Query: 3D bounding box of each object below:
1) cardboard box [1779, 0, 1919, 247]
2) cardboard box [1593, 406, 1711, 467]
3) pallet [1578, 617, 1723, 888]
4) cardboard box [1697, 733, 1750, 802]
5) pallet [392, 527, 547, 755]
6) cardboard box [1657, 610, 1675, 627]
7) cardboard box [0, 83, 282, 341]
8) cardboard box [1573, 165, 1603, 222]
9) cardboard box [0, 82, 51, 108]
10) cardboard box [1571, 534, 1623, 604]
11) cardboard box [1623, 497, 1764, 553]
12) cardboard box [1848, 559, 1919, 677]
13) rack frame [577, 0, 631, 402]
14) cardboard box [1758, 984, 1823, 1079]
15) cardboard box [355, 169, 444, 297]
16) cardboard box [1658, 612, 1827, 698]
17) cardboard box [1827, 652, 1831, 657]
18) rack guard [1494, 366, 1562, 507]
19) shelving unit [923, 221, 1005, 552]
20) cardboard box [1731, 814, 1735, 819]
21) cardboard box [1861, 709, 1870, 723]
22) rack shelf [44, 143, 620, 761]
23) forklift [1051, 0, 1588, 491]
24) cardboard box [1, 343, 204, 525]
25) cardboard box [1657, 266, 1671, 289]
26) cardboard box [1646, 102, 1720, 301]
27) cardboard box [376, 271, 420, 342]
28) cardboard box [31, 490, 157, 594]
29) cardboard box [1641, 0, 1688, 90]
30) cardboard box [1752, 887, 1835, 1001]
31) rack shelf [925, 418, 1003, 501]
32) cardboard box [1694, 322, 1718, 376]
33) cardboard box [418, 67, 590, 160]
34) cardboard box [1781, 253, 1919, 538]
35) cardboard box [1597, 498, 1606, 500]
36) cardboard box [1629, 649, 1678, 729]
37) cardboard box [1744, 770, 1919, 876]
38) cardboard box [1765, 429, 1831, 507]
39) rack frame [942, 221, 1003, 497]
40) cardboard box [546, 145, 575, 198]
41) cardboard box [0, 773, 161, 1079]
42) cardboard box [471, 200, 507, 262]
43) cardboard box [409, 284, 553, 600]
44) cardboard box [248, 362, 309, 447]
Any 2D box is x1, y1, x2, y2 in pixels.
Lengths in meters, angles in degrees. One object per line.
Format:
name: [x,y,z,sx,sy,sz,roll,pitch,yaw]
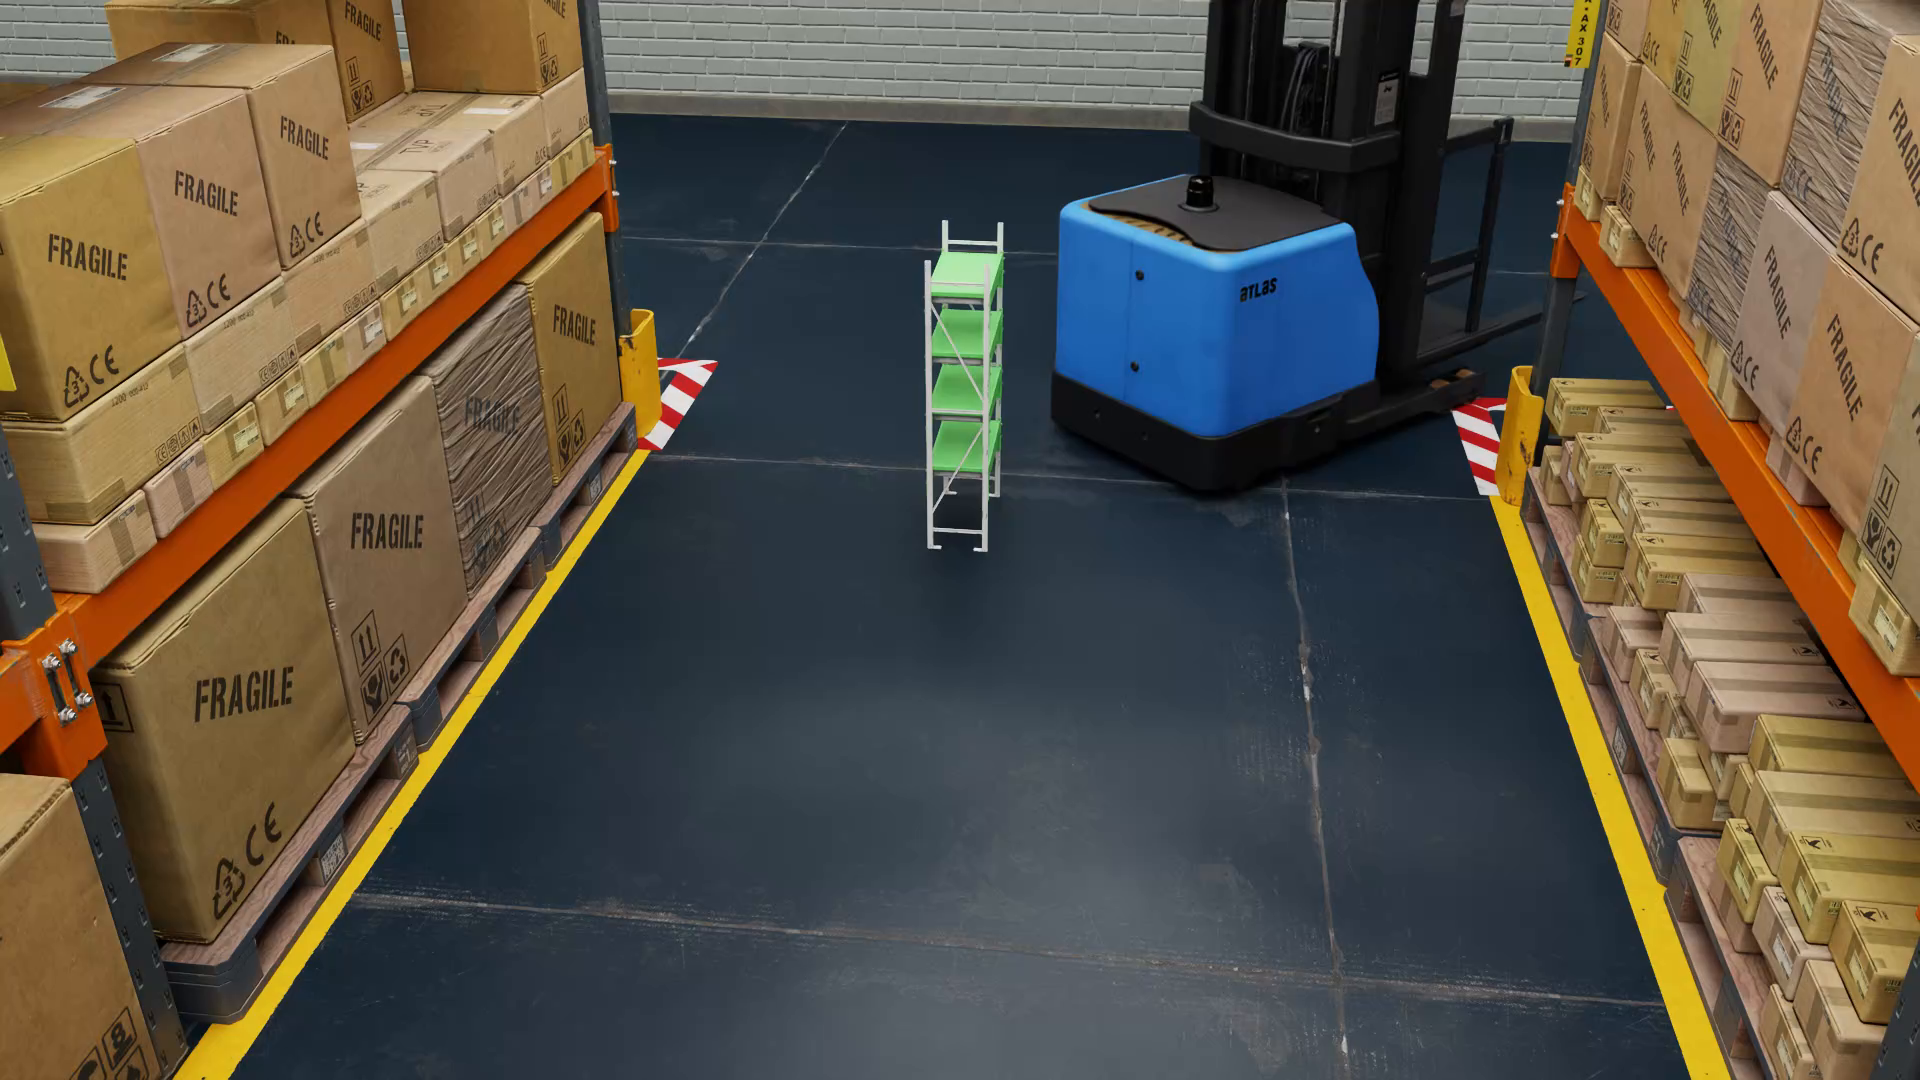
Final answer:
cardboard box: [2.343,-0.999,3.968,0.500,0.500,0.500,4,29,8]
cardboard box: [2.593,-0.374,6.217,0.380,0.149,0.250,4,29,7]
pallet: [2.613,0.670,5.283,1.003,0.211,1.213,3,28,6]
cardboard box: [2.318,0.621,4.685,0.380,0.149,0.250,4,29,7]
pallet: [-2.174,0.299,5.972,1.003,0.211,1.213,3,28,6]
cardboard box: [2.489,0.246,5.380,0.380,0.149,0.250,5,29,9]
cardboard box: [-2.111,-0.836,4.193,0.500,0.500,0.500,3,28,6]
cardboard box: [2.544,-1.302,6.269,0.380,0.149,0.250,3,28,6]
cardboard box: [-2.635,-0.862,4.240,0.500,0.500,0.500,4,29,7]
cardboard box: [2.412,0.111,5.943,0.380,0.149,0.250,4,29,7]
cardboard box: [2.443,-0.011,5.544,0.380,0.149,0.250,4,29,8]
cardboard box: [2.145,0.172,3.533,0.380,0.149,0.250,3,28,5]
rack frame: [-2.001,-1.882,7.080,1.000,3.000,0.127,3,28,6]
cardboard box: [2.129,1.203,3.918,0.380,0.149,0.250,4,29,7]
cardboard box: [-1.982,-0.979,5.250,0.500,0.250,0.500,3,29,6]
cardboard box: [2.291,0.344,4.884,0.380,0.149,0.250,2,28,4]
cardboard box: [2.965,0.267,5.341,0.380,0.149,0.250,5,29,9]
rack guard: [2.899,-0.410,6.983,1.175,0.500,0.348,3,28,6]
shelving unit: [0.020,-0.606,6.610,0.258,1.200,0.503,3,28,6]
cardboard box: [2.365,0.840,4.591,0.380,0.149,0.250,3,28,5]
cardboard box: [2.901,0.641,4.960,0.380,0.149,0.250,3,28,5]
rack shelf: [-2.246,-0.624,5.503,1.077,0.370,4.000,3,28,6]
forklift: [1.884,-2.056,7.475,3.031,2.935,1.130,-21,35,-33]
cardboard box: [-2.174,-0.270,3.933,0.500,0.250,0.500,3,28,5]
cardboard box: [2.572,-0.926,5.571,0.380,0.149,0.250,5,29,9]
cardboard box: [2.467,-1.042,5.103,0.500,0.500,0.500,4,29,7]
cardboard box: [-1.936,-0.742,5.230,0.380,0.149,0.250,3,28,5]
cardboard box: [-2.125,-0.008,3.868,0.380,0.149,0.250,3,29,6]
cardboard box: [2.535,-1.727,5.320,0.500,0.500,0.500,4,29,8]
cardboard box: [2.163,0.981,4.015,0.380,0.149,0.250,2,28,4]
rack shelf: [0.020,-0.339,6.754,0.258,0.148,0.480,3,28,6]
cardboard box: [2.403,-0.565,4.900,0.380,0.149,0.250,4,29,8]
cardboard box: [-1.797,-1.703,6.593,0.500,0.250,0.500,3,28,5]
cardboard box: [2.262,-0.327,3.774,0.500,0.500,0.500,3,28,5]
cardboard box: [2.558,-0.129,6.076,0.380,0.149,0.250,4,29,7]
cardboard box: [2.351,0.481,5.257,0.380,0.149,0.250,3,28,6]
cardboard box: [2.219,0.722,4.182,0.380,0.149,0.250,3,28,6]
cardboard box: [2.296,-0.200,4.223,0.380,0.149,0.250,2,28,4]
rack frame: [0.050,-0.721,6.823,0.240,1.200,0.015,3,28,6]
cardboard box: [-1.748,-1.462,6.566,0.380,0.149,0.250,4,29,7]
cardboard box: [-2.550,1.054,3.428,1.225,0.875,0.875,3,29,6]
cardboard box: [-1.842,-1.104,5.901,0.380,0.149,0.250,3,28,5]
cardboard box: [-2.112,-0.397,6.122,0.875,0.875,0.875,3,28,6]
cardboard box: [-2.031,-0.380,4.557,0.380,0.149,0.250,3,28,5]
